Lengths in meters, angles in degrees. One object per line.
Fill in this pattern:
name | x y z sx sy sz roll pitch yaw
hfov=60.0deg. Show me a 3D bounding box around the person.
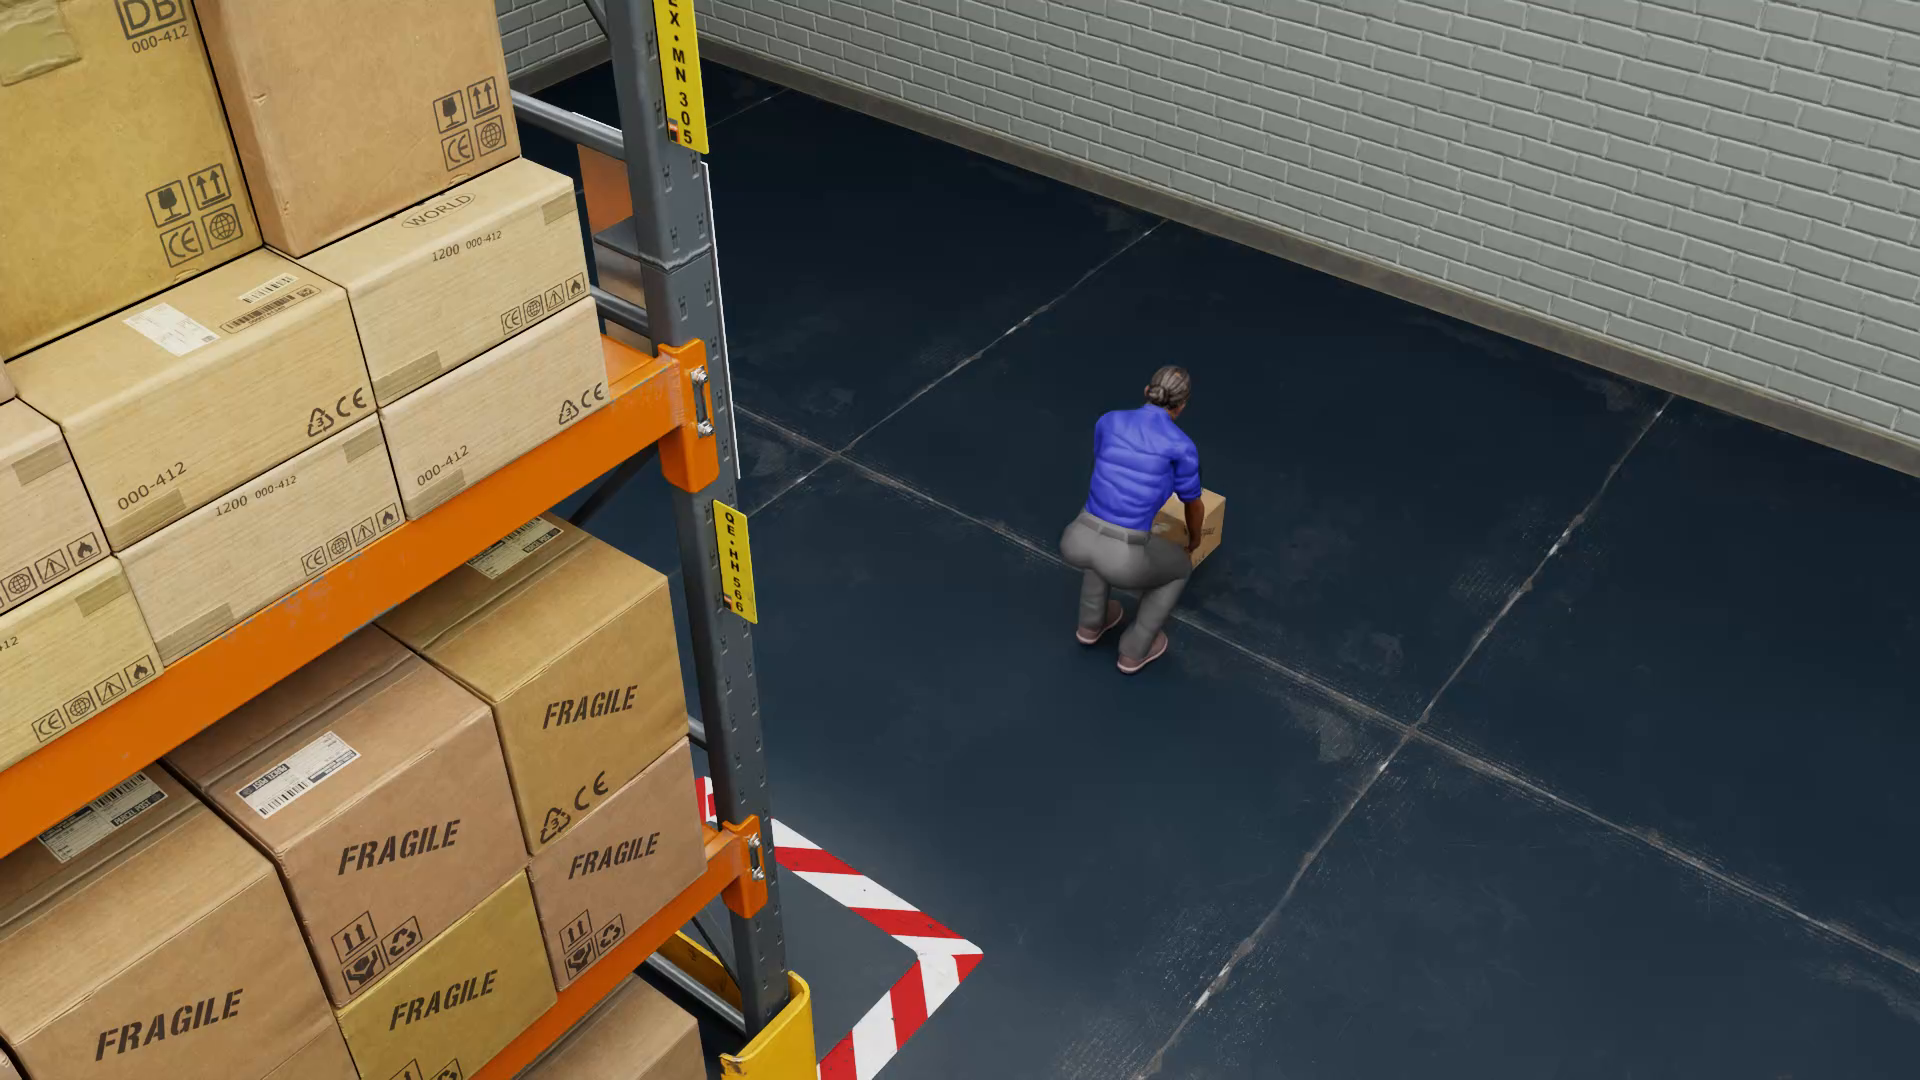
person | 0.671 -0.066 6.634 0.501 1.168 0.726 26 46 28
